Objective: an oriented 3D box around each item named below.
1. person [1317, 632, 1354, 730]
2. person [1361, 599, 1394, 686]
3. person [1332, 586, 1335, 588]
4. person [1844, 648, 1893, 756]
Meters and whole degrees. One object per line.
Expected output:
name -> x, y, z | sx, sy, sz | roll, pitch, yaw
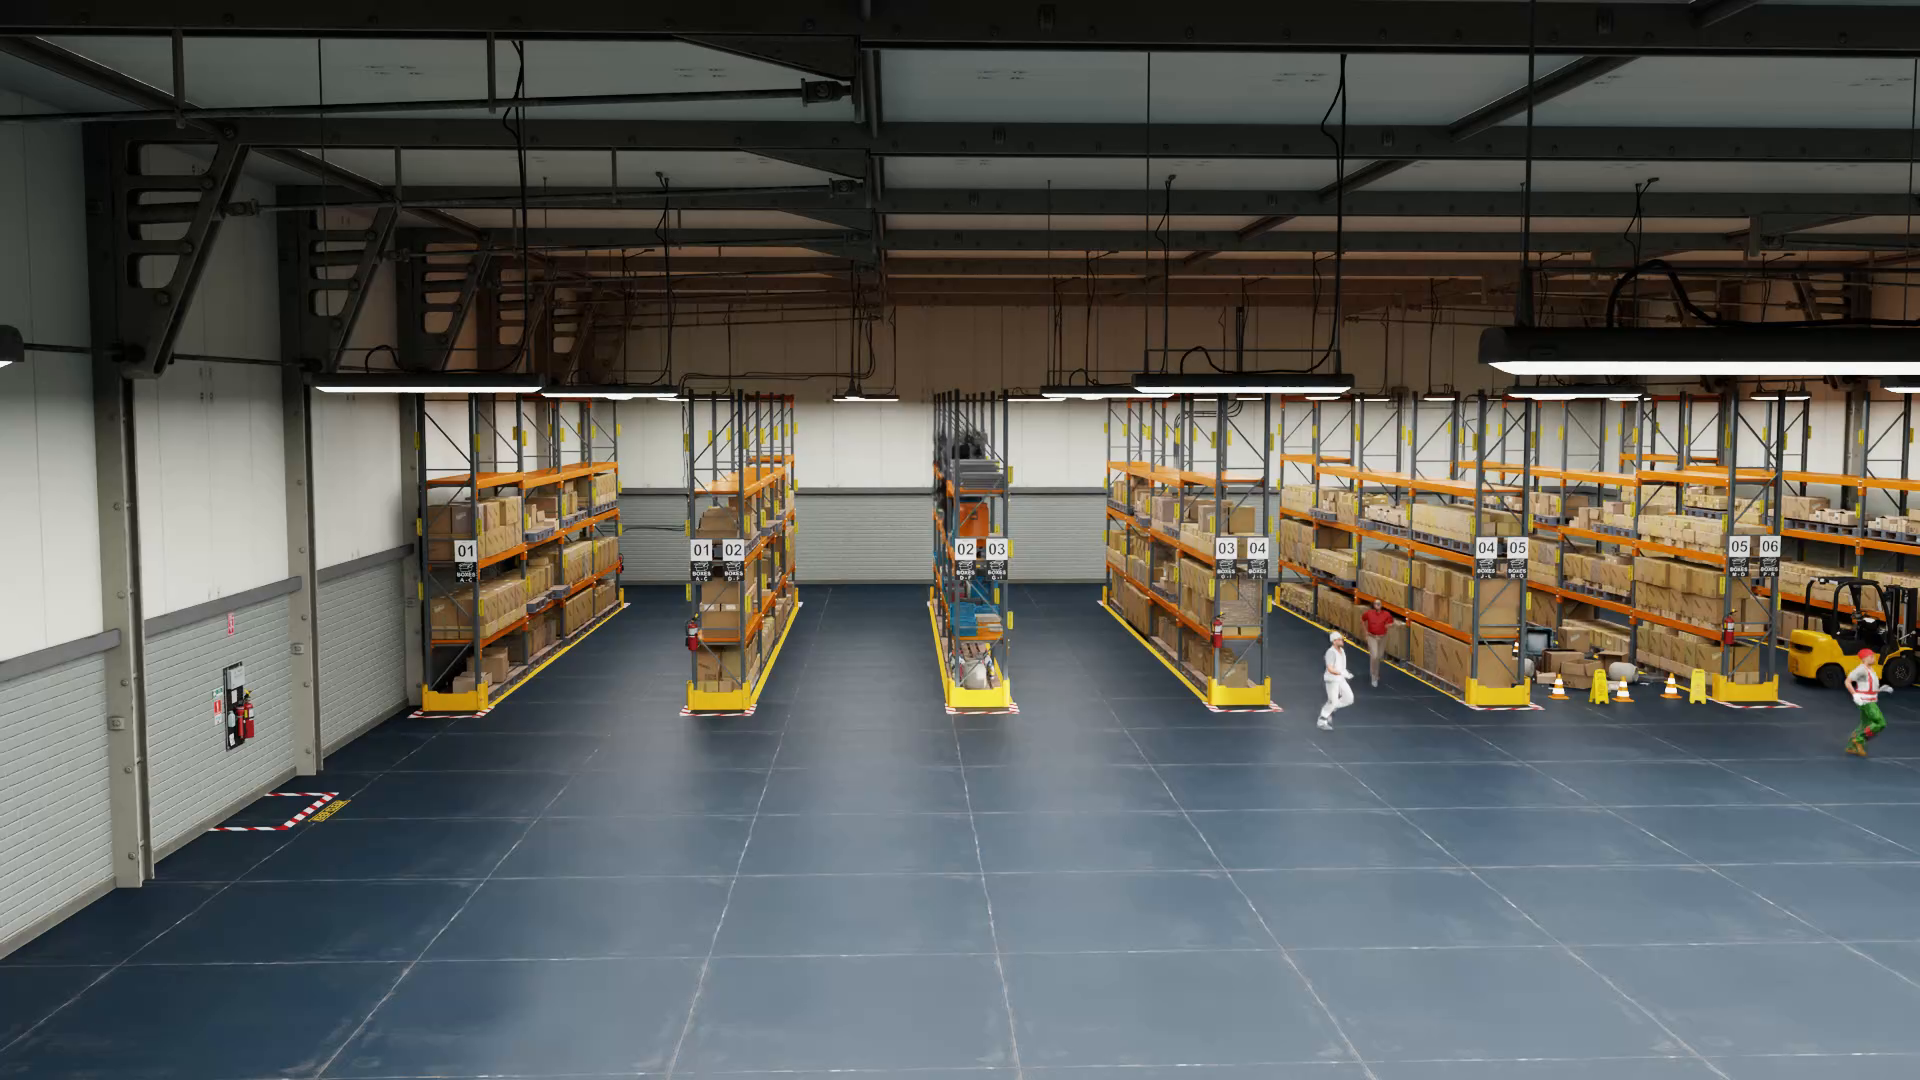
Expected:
person -> 6.638, 2.471, 29.177 | 0.698, 1.737, 0.693 | 4, 6, 40
person -> 8.582, 2.096, 34.139 | 0.629, 1.803, 0.794 | 0, 5, 0
person -> 10.985, 1.013, 48.115 | 0.578, 1.605, 0.814 | -3, 6, -33
person -> 14.730, 2.629, 26.932 | 0.649, 1.744, 0.641 | 4, 6, 40
